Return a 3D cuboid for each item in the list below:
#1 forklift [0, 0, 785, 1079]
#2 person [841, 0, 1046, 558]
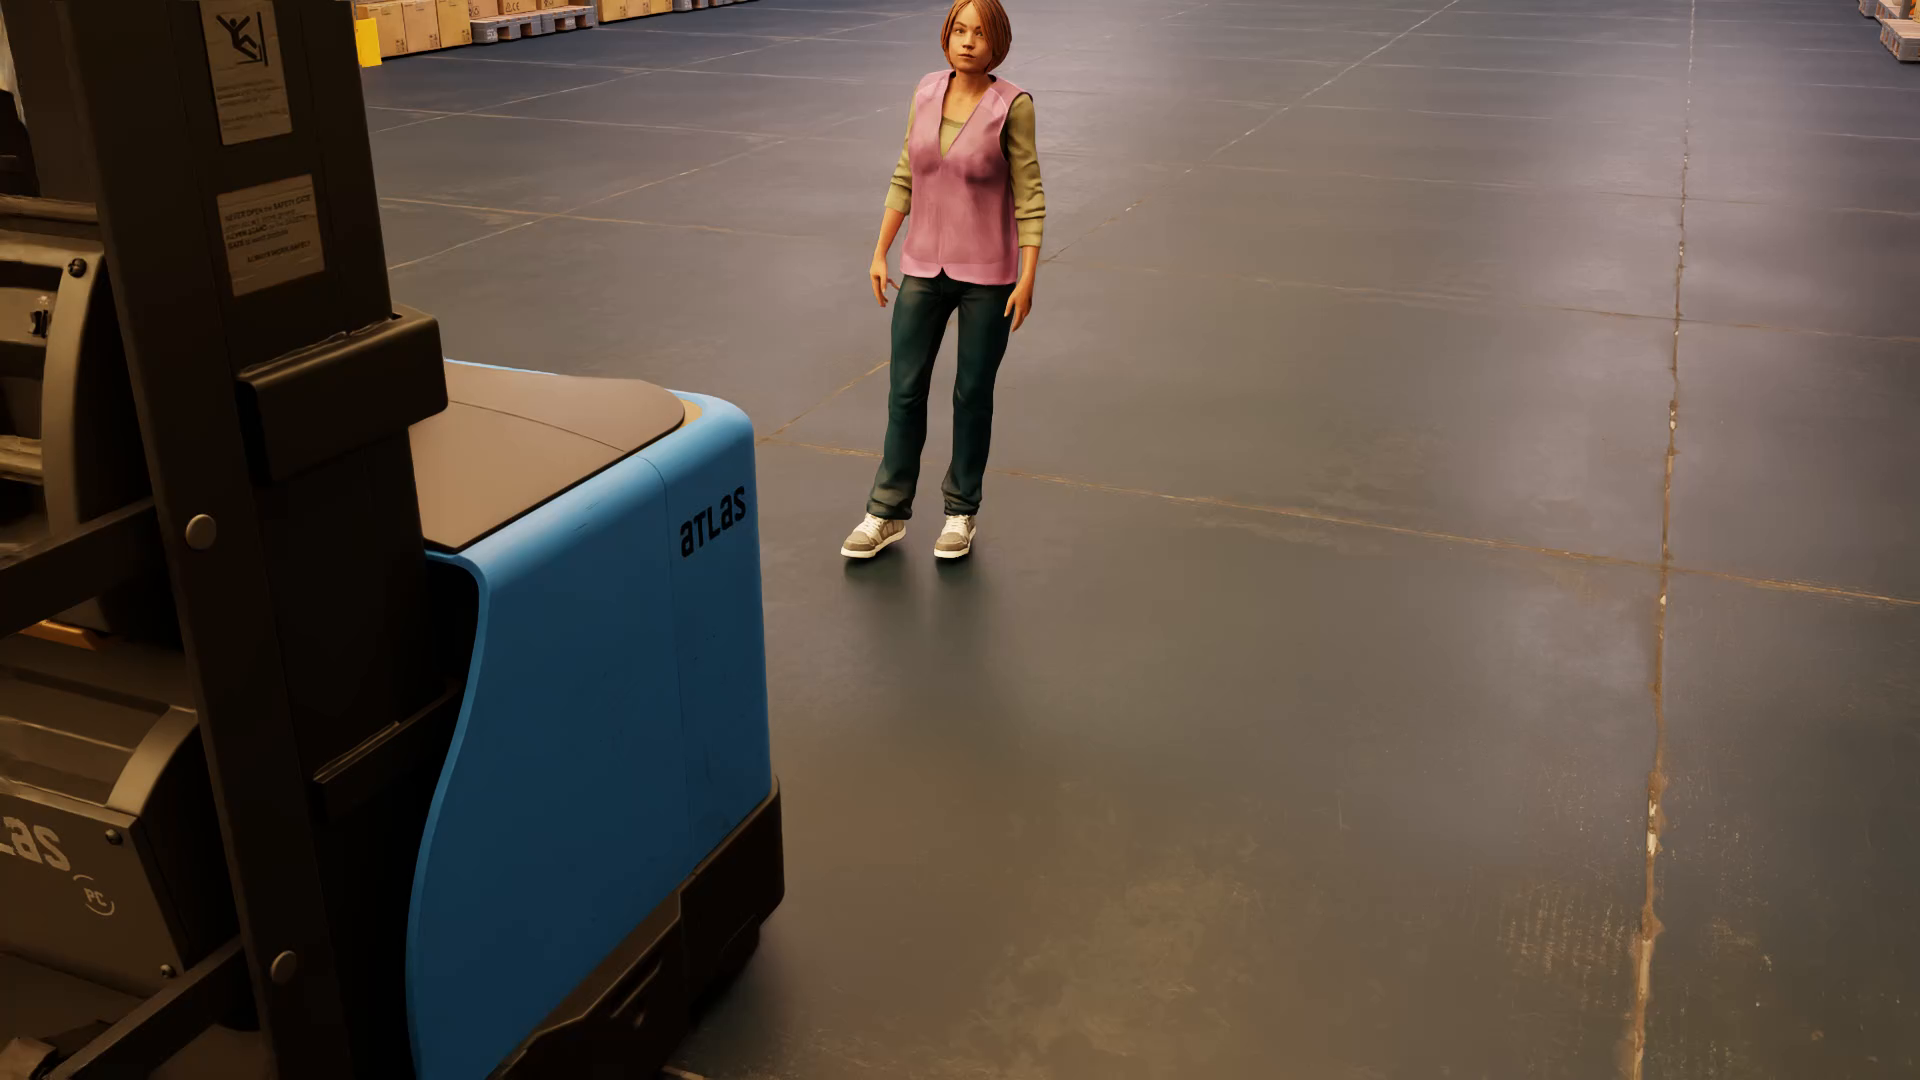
[{"bbox_3d":[-1.382,-0.157,1.668,1.130,2.935,3.031,9,24,21],"label":"forklift"},{"bbox_3d":[-0.042,-0.719,4.723,0.520,1.599,0.473,9,24,21],"label":"person"}]
